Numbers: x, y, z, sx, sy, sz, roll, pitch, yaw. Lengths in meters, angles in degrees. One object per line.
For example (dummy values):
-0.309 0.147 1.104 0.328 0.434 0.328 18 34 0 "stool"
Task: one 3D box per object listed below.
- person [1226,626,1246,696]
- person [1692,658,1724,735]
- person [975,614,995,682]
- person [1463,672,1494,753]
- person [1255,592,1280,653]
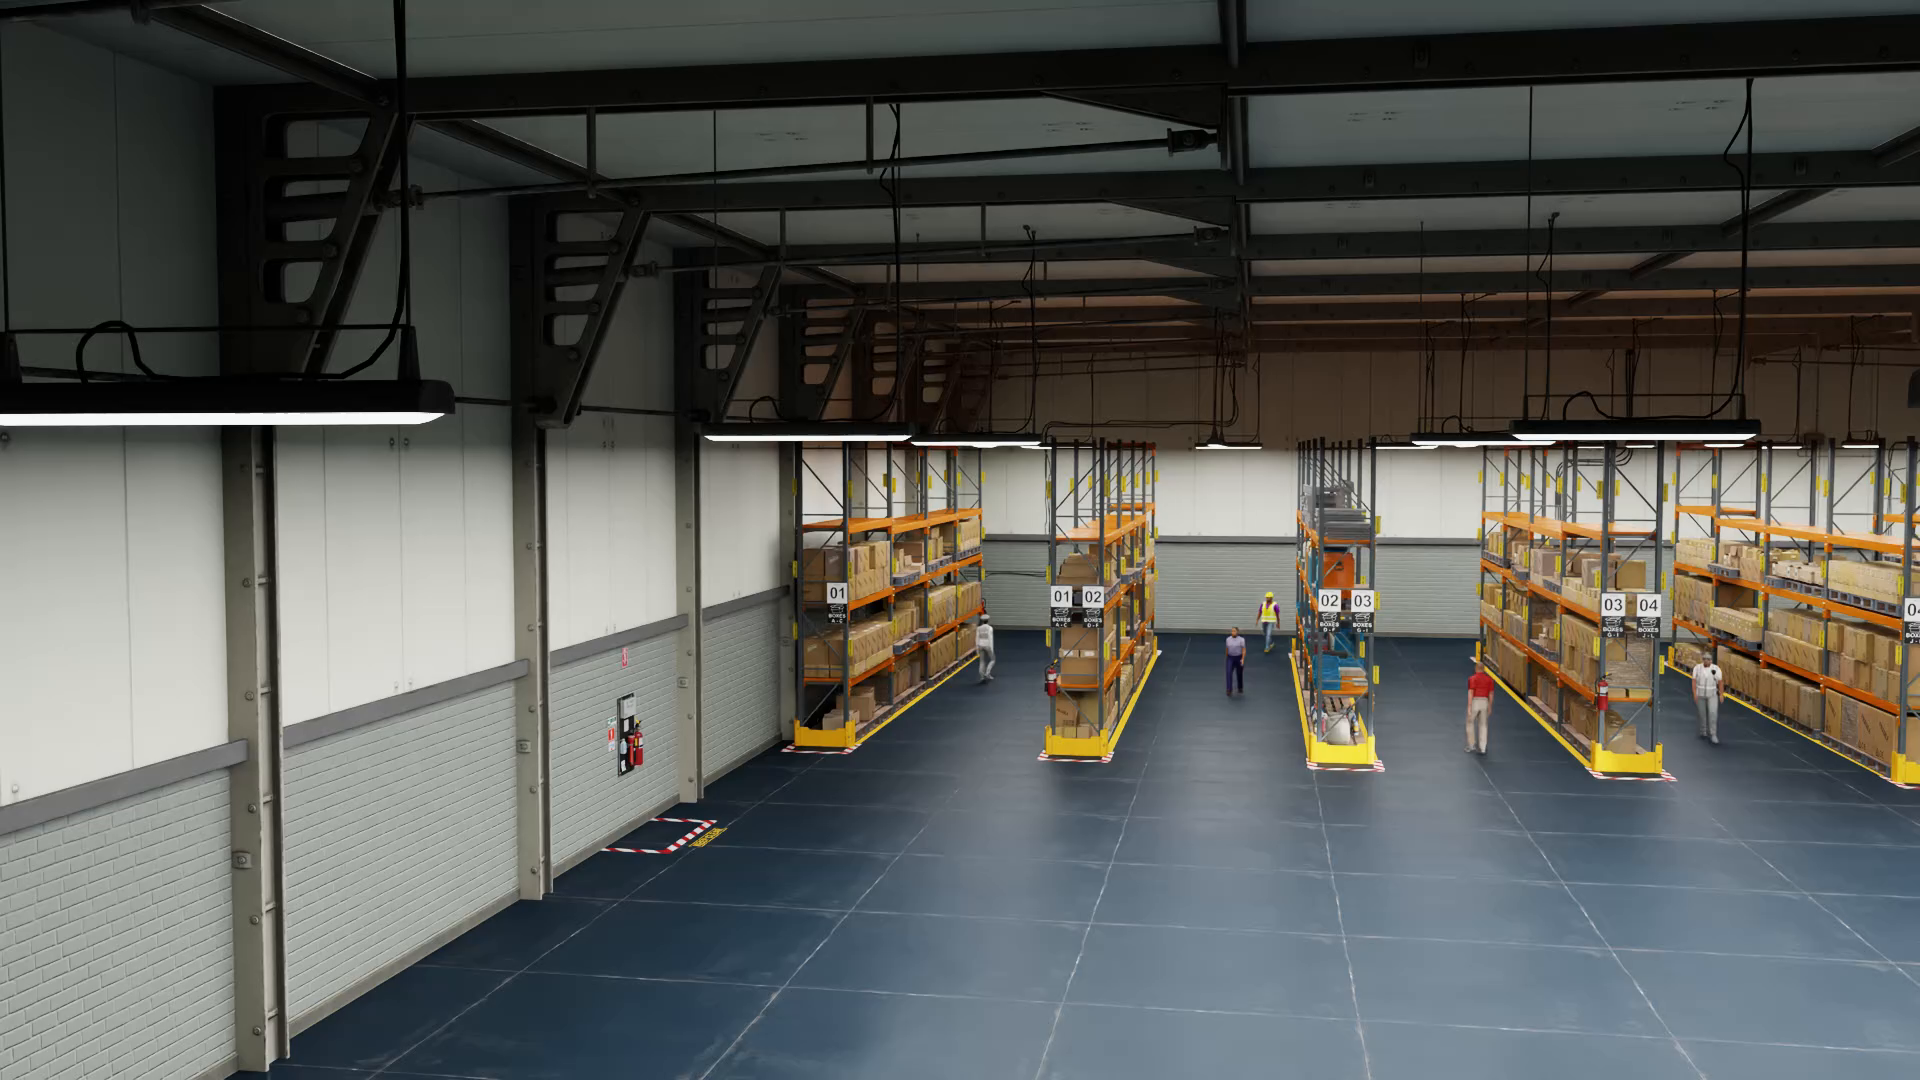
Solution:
6.471 2.833 39.096 0.501 1.596 0.940 1 3 19 "person"
14.917 3.056 33.188 0.573 1.609 0.738 2 4 32 "person"
0.617 2.682 41.383 0.512 1.678 0.456 2 3 28 "person"
9.900 3.314 31.660 0.544 1.595 0.600 0 3 4 "person"
8.800 2.318 47.506 0.657 1.663 0.948 2 4 31 "person"
